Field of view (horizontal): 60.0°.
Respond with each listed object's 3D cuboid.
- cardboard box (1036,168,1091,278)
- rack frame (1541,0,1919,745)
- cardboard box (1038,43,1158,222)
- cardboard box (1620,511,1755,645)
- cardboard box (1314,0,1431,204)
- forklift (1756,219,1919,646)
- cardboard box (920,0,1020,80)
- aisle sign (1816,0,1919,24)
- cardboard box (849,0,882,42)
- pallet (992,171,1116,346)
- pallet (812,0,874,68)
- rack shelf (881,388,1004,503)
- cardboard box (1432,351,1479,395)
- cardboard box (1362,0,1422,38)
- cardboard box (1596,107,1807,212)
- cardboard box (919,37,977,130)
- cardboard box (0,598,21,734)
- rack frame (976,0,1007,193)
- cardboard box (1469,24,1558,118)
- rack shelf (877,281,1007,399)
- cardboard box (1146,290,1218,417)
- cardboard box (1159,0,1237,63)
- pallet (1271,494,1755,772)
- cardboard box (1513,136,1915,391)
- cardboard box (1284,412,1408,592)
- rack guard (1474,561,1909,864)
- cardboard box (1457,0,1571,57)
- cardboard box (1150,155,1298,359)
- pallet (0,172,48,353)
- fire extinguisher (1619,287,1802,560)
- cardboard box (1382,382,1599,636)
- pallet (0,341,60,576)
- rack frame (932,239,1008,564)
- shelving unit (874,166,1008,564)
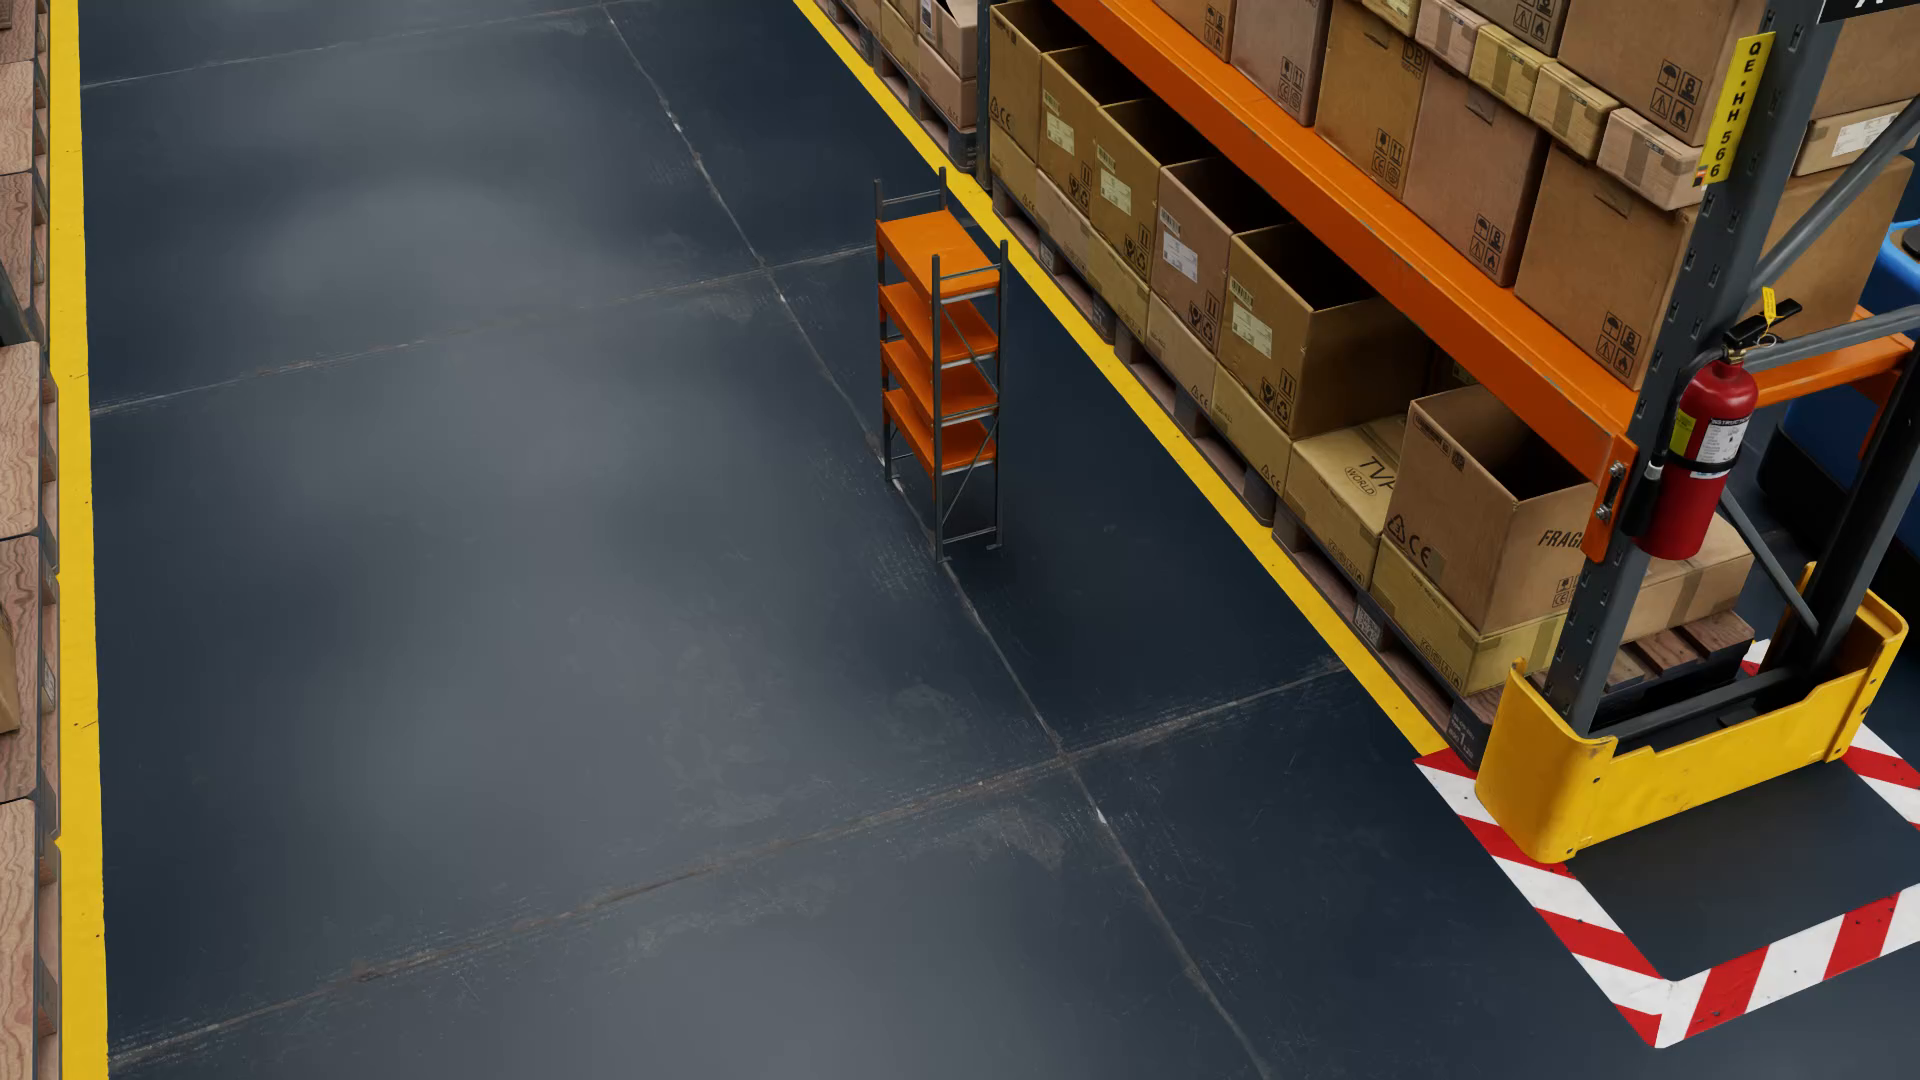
[{"bbox_3d":[0.642,-1.343,6.798,0.500,0.250,0.500,-15,43,-17],"label":"cardboard box"},{"bbox_3d":[2.088,-0.474,4.001,1.000,3.000,0.127,-15,43,-17],"label":"rack frame"},{"bbox_3d":[0.645,-1.628,6.554,0.500,0.500,0.500,-15,43,-17],"label":"cardboard box"},{"bbox_3d":[2.089,0.030,5.201,0.500,0.250,0.500,-15,43,-17],"label":"cardboard box"},{"bbox_3d":[1.532,-1.412,5.015,0.700,0.500,0.500,-15,43,-17],"label":"cardboard box"},{"bbox_3d":[4.391,-1.225,4.927,3.031,2.935,1.130,-10,42,-11],"label":"forklift"},{"bbox_3d":[0.138,-2.386,7.580,0.500,0.311,0.500,-15,43,-17],"label":"cardboard box"},{"bbox_3d":[1.842,-1.347,3.022,0.394,0.787,0.004,-15,43,-17],"label":"aisle sign"},{"bbox_3d":[-0.257,-2.791,8.482,0.500,0.250,0.500,-14,43,-16],"label":"cardboard box"},{"bbox_3d":[0.824,-1.337,7.143,1.003,0.211,1.213,-15,43,-17],"label":"pallet"},{"bbox_3d":[-0.231,-2.997,9.073,1.003,0.211,1.213,-15,43,-17],"label":"pallet"},{"bbox_3d":[-0.063,-0.353,5.648,0.258,0.148,0.480,-15,43,-17],"label":"rack shelf"},{"bbox_3d":[1.896,-0.555,5.306,0.500,0.500,0.500,-15,43,-17],"label":"cardboard box"},{"bbox_3d":[1.372,-1.562,4.692,0.380,0.149,0.250,-14,43,-16],"label":"cardboard box"},{"bbox_3d":[1.766,-0.941,3.969,0.380,0.149,0.250,-16,43,-18],"label":"cardboard box"},{"bbox_3d":[0.131,-2.178,7.769,0.500,0.250,0.500,-16,43,-17],"label":"cardboard box"},{"bbox_3d":[-3.121,0.308,4.671,0.700,0.500,0.500,-18,44,-20],"label":"cardboard box"},{"bbox_3d":[0.558,-2.884,6.803,1.000,3.000,0.127,-15,43,-17],"label":"rack frame"},{"bbox_3d":[1.567,-1.252,4.331,0.380,0.149,0.250,-16,43,-17],"label":"cardboard box"},{"bbox_3d":[-0.063,-0.673,5.373,0.258,0.148,0.480,-15,43,-17],"label":"rack shelf"},{"bbox_3d":[1.025,-0.741,6.098,0.500,0.250,0.500,-15,43,-17],"label":"cardboard box"},{"bbox_3d":[1.130,-2.037,5.741,0.700,0.500,0.500,-14,43,-16],"label":"cardboard box"},{"bbox_3d":[1.757,0.133,5.434,1.003,0.211,1.213,-15,43,-17],"label":"pallet"},{"bbox_3d":[1.922,-0.797,4.299,0.700,0.500,0.500,-15,43,-17],"label":"cardboard box"},{"bbox_3d":[1.408,-0.139,5.397,0.500,0.250,0.500,-15,43,-17],"label":"cardboard box"},{"bbox_3d":[2.098,0.488,4.799,1.175,0.500,0.348,-15,43,-17],"label":"rack guard"},{"bbox_3d":[1.695,-1.636,4.280,0.700,0.500,0.500,-16,43,-18],"label":"cardboard box"},{"bbox_3d":[1.022,-1.024,5.852,0.500,0.500,0.500,-15,43,-17],"label":"cardboard box"},{"bbox_3d":[-4.317,-1.057,6.817,1.003,0.211,1.213,-15,43,-17],"label":"pallet"},{"bbox_3d":[1.704,-0.258,3.809,0.296,0.674,0.183,-15,43,-17],"label":"fire extinguisher"},{"bbox_3d":[1.608,-0.124,4.805,0.500,0.500,0.500,-15,43,-17],"label":"cardboard box"},{"bbox_3d":[-3.728,-0.193,5.812,1.003,0.211,1.213,-15,43,-17],"label":"pallet"},{"bbox_3d":[0.030,-0.408,5.304,0.240,1.200,0.015,-15,43,-17],"label":"rack frame"},{"bbox_3d":[-0.063,-0.555,5.475,0.258,1.200,0.503,-15,43,-17],"label":"shelving unit"}]
